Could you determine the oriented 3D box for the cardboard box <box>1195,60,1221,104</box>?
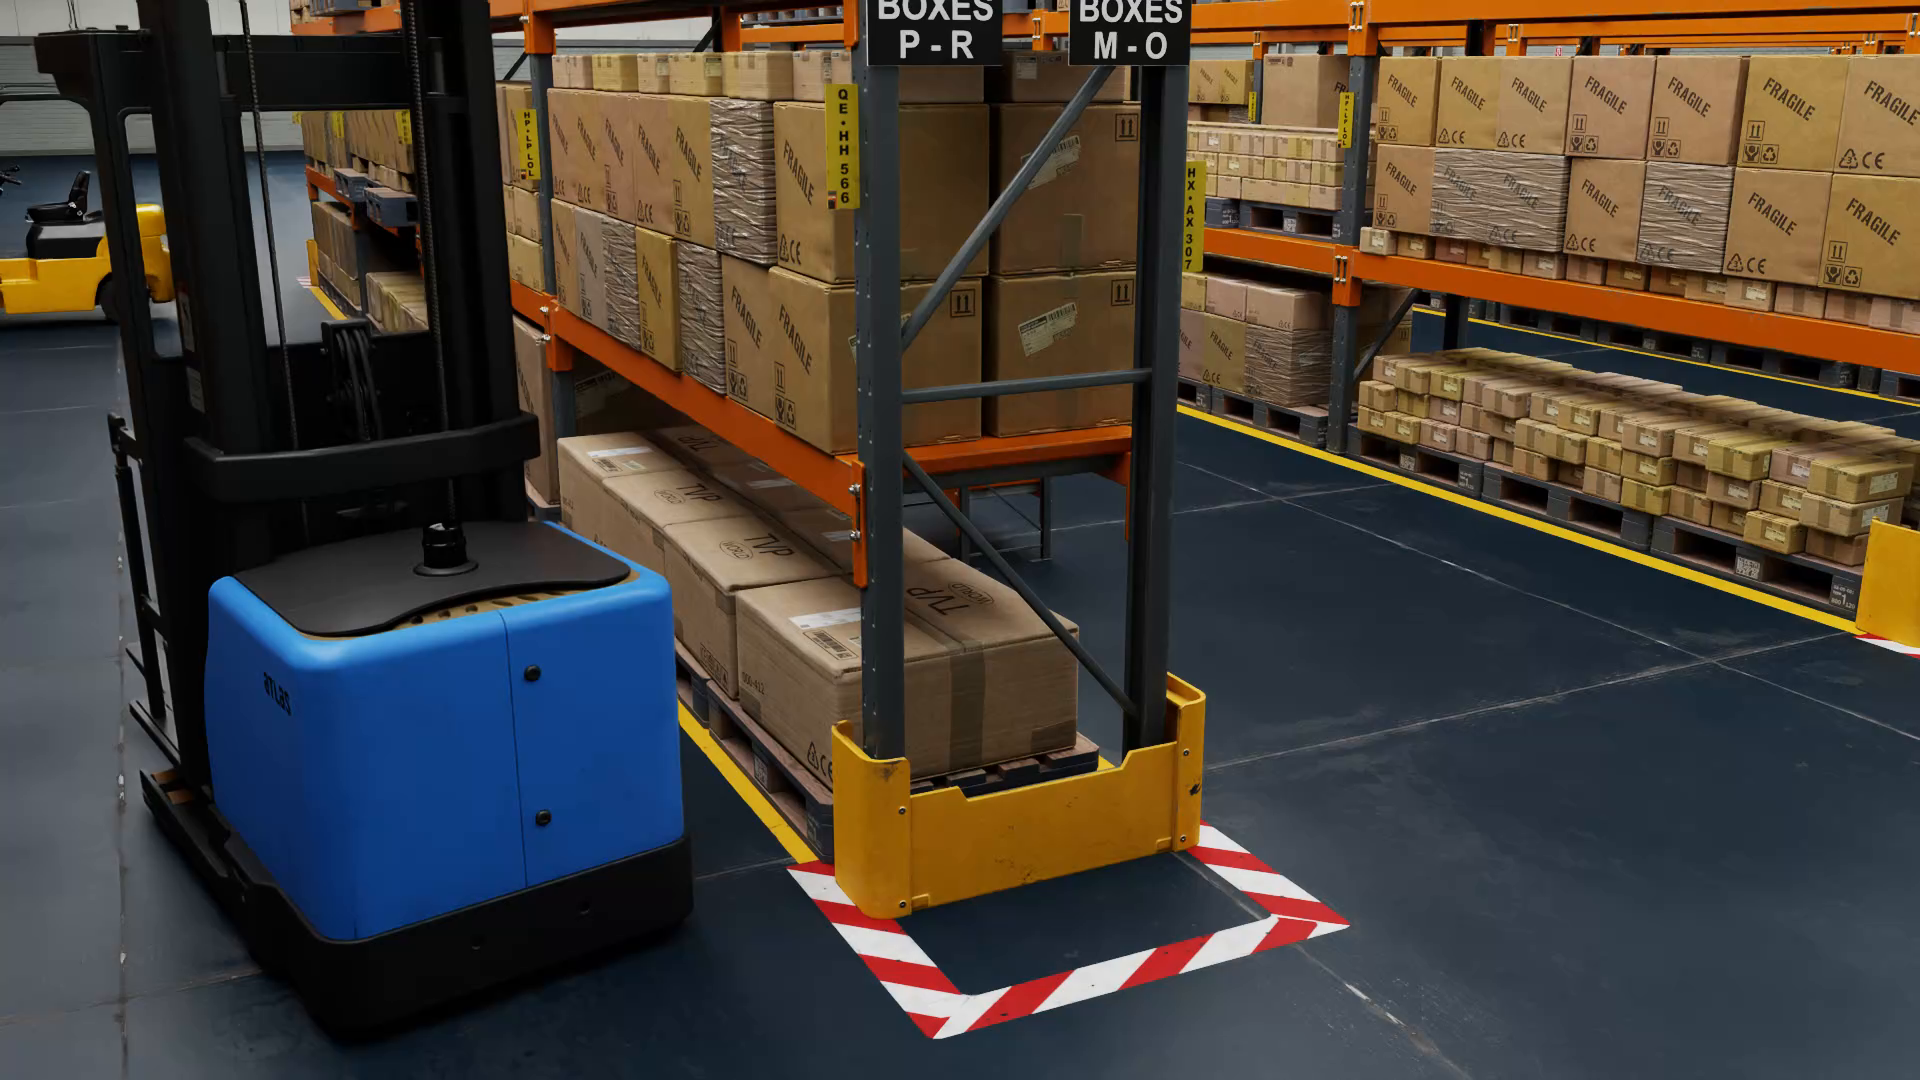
[{"bbox_3d":[3.170,-5.489,19.906,0.500,0.500,0.500,-8,18,-25],"label":"cardboard box"}]

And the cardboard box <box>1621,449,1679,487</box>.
[{"bbox_3d":[3.634,-0.391,8.544,0.380,0.149,0.250,-7,18,-24],"label":"cardboard box"}]

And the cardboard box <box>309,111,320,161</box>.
[{"bbox_3d":[-6.413,-4.195,17.210,0.500,0.500,0.500,-8,18,-26],"label":"cardboard box"}]

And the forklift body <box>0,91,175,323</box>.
[{"bbox_3d":[-8.815,-3.151,15.830,2.313,2.155,1.214,-8,18,-25],"label":"forklift body"}]

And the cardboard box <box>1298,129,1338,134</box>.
[{"bbox_3d":[2.620,-2.835,11.807,0.380,0.149,0.250,-8,18,-25],"label":"cardboard box"}]

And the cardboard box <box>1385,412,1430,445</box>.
[{"bbox_3d":[2.824,-0.693,10.136,0.380,0.149,0.250,-7,17,-23],"label":"cardboard box"}]

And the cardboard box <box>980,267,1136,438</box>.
[{"bbox_3d":[0.231,-0.644,5.374,0.500,0.500,0.500,-8,18,-25],"label":"cardboard box"}]

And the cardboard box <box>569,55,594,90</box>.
[{"bbox_3d":[-1.537,-2.103,7.470,0.380,0.149,0.250,-7,18,-24],"label":"cardboard box"}]

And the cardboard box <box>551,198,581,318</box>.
[{"bbox_3d":[-1.599,-1.334,7.779,0.500,0.500,0.500,-7,17,-23],"label":"cardboard box"}]

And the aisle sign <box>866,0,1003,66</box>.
[{"bbox_3d":[-0.063,-1.636,4.301,0.394,0.787,0.004,-8,18,-25],"label":"aisle sign"}]

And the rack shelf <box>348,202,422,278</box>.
[{"bbox_3d":[-4.197,-2.576,13.592,1.077,0.370,4.000,-8,18,-25],"label":"rack shelf"}]

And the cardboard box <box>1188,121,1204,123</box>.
[{"bbox_3d":[1.819,-3.287,13.383,0.380,0.149,0.250,-8,18,-26],"label":"cardboard box"}]

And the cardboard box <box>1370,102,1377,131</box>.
[{"bbox_3d":[4.677,-4.448,17.863,0.797,0.503,0.637,-6,17,-19],"label":"cardboard box"}]

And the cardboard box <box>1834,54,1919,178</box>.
[{"bbox_3d":[4.165,-1.820,7.122,0.500,0.500,0.500,-8,18,-26],"label":"cardboard box"}]

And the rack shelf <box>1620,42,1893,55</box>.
[{"bbox_3d":[11.865,-7.403,24.976,1.077,0.370,4.000,-8,18,-25],"label":"rack shelf"}]

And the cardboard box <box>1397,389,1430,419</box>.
[{"bbox_3d":[2.899,-0.851,10.146,0.380,0.149,0.250,-8,18,-25],"label":"cardboard box"}]

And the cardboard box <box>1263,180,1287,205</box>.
[{"bbox_3d":[2.263,-2.339,11.157,0.380,0.149,0.250,-8,18,-25],"label":"cardboard box"}]

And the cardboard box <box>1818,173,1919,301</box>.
[{"bbox_3d":[4.161,-1.336,7.249,0.500,0.500,0.500,-7,18,-24],"label":"cardboard box"}]

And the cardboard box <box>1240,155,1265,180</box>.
[{"bbox_3d":[2.139,-2.550,11.354,0.380,0.149,0.250,-8,18,-27],"label":"cardboard box"}]

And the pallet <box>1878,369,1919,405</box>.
[{"bbox_3d":[7.602,-1.093,12.176,1.003,0.211,1.213,-8,18,-25],"label":"pallet"}]

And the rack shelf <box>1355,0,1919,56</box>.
[{"bbox_3d":[3.713,-2.657,8.437,1.077,0.370,4.000,-8,18,-25],"label":"rack shelf"}]

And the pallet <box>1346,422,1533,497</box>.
[{"bbox_3d":[3.163,-0.554,10.299,1.003,0.211,1.213,-8,18,-25],"label":"pallet"}]

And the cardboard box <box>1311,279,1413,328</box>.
[{"bbox_3d":[2.751,-1.633,11.413,0.500,0.250,0.500,-9,18,-27],"label":"cardboard box"}]

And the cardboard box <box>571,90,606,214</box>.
[{"bbox_3d":[-1.362,-1.689,7.204,0.500,0.500,0.500,-8,18,-26],"label":"cardboard box"}]

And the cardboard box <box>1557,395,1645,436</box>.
[{"bbox_3d":[3.463,-0.673,8.987,0.380,0.149,0.250,-8,18,-25],"label":"cardboard box"}]

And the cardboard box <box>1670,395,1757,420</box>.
[{"bbox_3d":[4.071,-0.677,9.002,0.380,0.149,0.250,-7,18,-24],"label":"cardboard box"}]

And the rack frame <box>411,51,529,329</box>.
[{"bbox_3d":[-3.321,-2.425,11.765,1.000,3.000,0.127,-8,18,-25],"label":"rack frame"}]

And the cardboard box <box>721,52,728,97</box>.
[{"bbox_3d":[-0.599,-1.602,5.724,0.380,0.149,0.250,-8,18,-25],"label":"cardboard box"}]

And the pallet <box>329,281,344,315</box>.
[{"bbox_3d":[-5.938,-2.542,17.226,1.003,0.211,1.213,-8,18,-25],"label":"pallet"}]

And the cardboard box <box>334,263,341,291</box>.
[{"bbox_3d":[-6.035,-2.669,16.837,0.500,0.250,0.500,-7,18,-24],"label":"cardboard box"}]

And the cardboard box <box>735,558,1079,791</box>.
[{"bbox_3d":[-0.195,0.436,5.676,0.875,0.438,0.875,-8,18,-27],"label":"cardboard box"}]

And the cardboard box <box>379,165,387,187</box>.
[{"bbox_3d":[-4.246,-2.804,12.778,0.380,0.149,0.250,-7,18,-24],"label":"cardboard box"}]

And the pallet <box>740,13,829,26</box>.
[{"bbox_3d":[-2.086,-6.249,19.811,1.003,0.211,1.213,-8,18,-25],"label":"pallet"}]

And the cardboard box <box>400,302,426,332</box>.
[{"bbox_3d":[-3.890,-1.688,13.196,0.950,0.372,0.625,-8,18,-26],"label":"cardboard box"}]

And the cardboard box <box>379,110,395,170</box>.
[{"bbox_3d":[-4.006,-3.024,12.370,0.500,0.500,0.500,-8,18,-26],"label":"cardboard box"}]

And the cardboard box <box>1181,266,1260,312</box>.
[{"bbox_3d":[1.826,-1.830,12.101,0.500,0.250,0.500,-9,18,-27],"label":"cardboard box"}]

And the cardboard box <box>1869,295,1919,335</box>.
[{"bbox_3d":[4.192,-0.991,7.221,0.380,0.149,0.250,-8,18,-25],"label":"cardboard box"}]

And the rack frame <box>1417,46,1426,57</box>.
[{"bbox_3d":[6.535,-6.205,24.936,1.000,3.000,0.127,-8,18,-25],"label":"rack frame"}]

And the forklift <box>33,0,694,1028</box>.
[{"bbox_3d":[-2.069,-0.514,5.227,1.130,2.935,3.031,-12,20,-36],"label":"forklift"}]

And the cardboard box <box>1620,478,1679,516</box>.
[{"bbox_3d":[3.641,-0.245,8.572,0.380,0.149,0.250,-9,18,-27],"label":"cardboard box"}]

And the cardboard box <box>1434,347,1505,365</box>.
[{"bbox_3d":[3.227,-1.118,10.536,0.380,0.149,0.250,-7,17,-23],"label":"cardboard box"}]

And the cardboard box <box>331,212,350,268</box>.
[{"bbox_3d":[-6.023,-3.024,16.716,0.500,0.500,0.500,-7,17,-22],"label":"cardboard box"}]

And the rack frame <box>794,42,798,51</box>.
[{"bbox_3d":[-2.420,-5.032,20.849,1.000,3.000,0.127,-8,18,-25],"label":"rack frame"}]

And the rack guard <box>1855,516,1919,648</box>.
[{"bbox_3d":[4.556,0.118,7.434,1.175,0.500,0.348,-8,18,-25],"label":"rack guard"}]

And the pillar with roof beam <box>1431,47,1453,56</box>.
[{"bbox_3d":[7.398,-12.672,36.595,9.100,9.000,0.400,-8,18,-25],"label":"pillar with roof beam"}]

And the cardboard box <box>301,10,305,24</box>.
[{"bbox_3d":[-6.692,-5.485,17.442,0.380,0.149,0.250,-7,17,-23],"label":"cardboard box"}]

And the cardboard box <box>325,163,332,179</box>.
[{"bbox_3d":[-6.167,-3.717,16.722,0.380,0.149,0.250,-7,18,-24],"label":"cardboard box"}]

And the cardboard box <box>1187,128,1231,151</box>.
[{"bbox_3d":[1.796,-2.890,11.998,0.380,0.149,0.250,-8,18,-26],"label":"cardboard box"}]

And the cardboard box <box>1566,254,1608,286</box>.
[{"bbox_3d":[3.446,-1.445,8.803,0.380,0.149,0.250,-7,17,-23],"label":"cardboard box"}]

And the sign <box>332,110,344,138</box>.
[{"bbox_3d":[-5.558,-3.766,14.866,0.100,0.325,0.005,-8,18,-25],"label":"sign"}]

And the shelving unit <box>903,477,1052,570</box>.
[{"bbox_3d":[0.003,-0.539,8.590,0.538,1.125,1.048,-8,18,-25],"label":"shelving unit"}]
